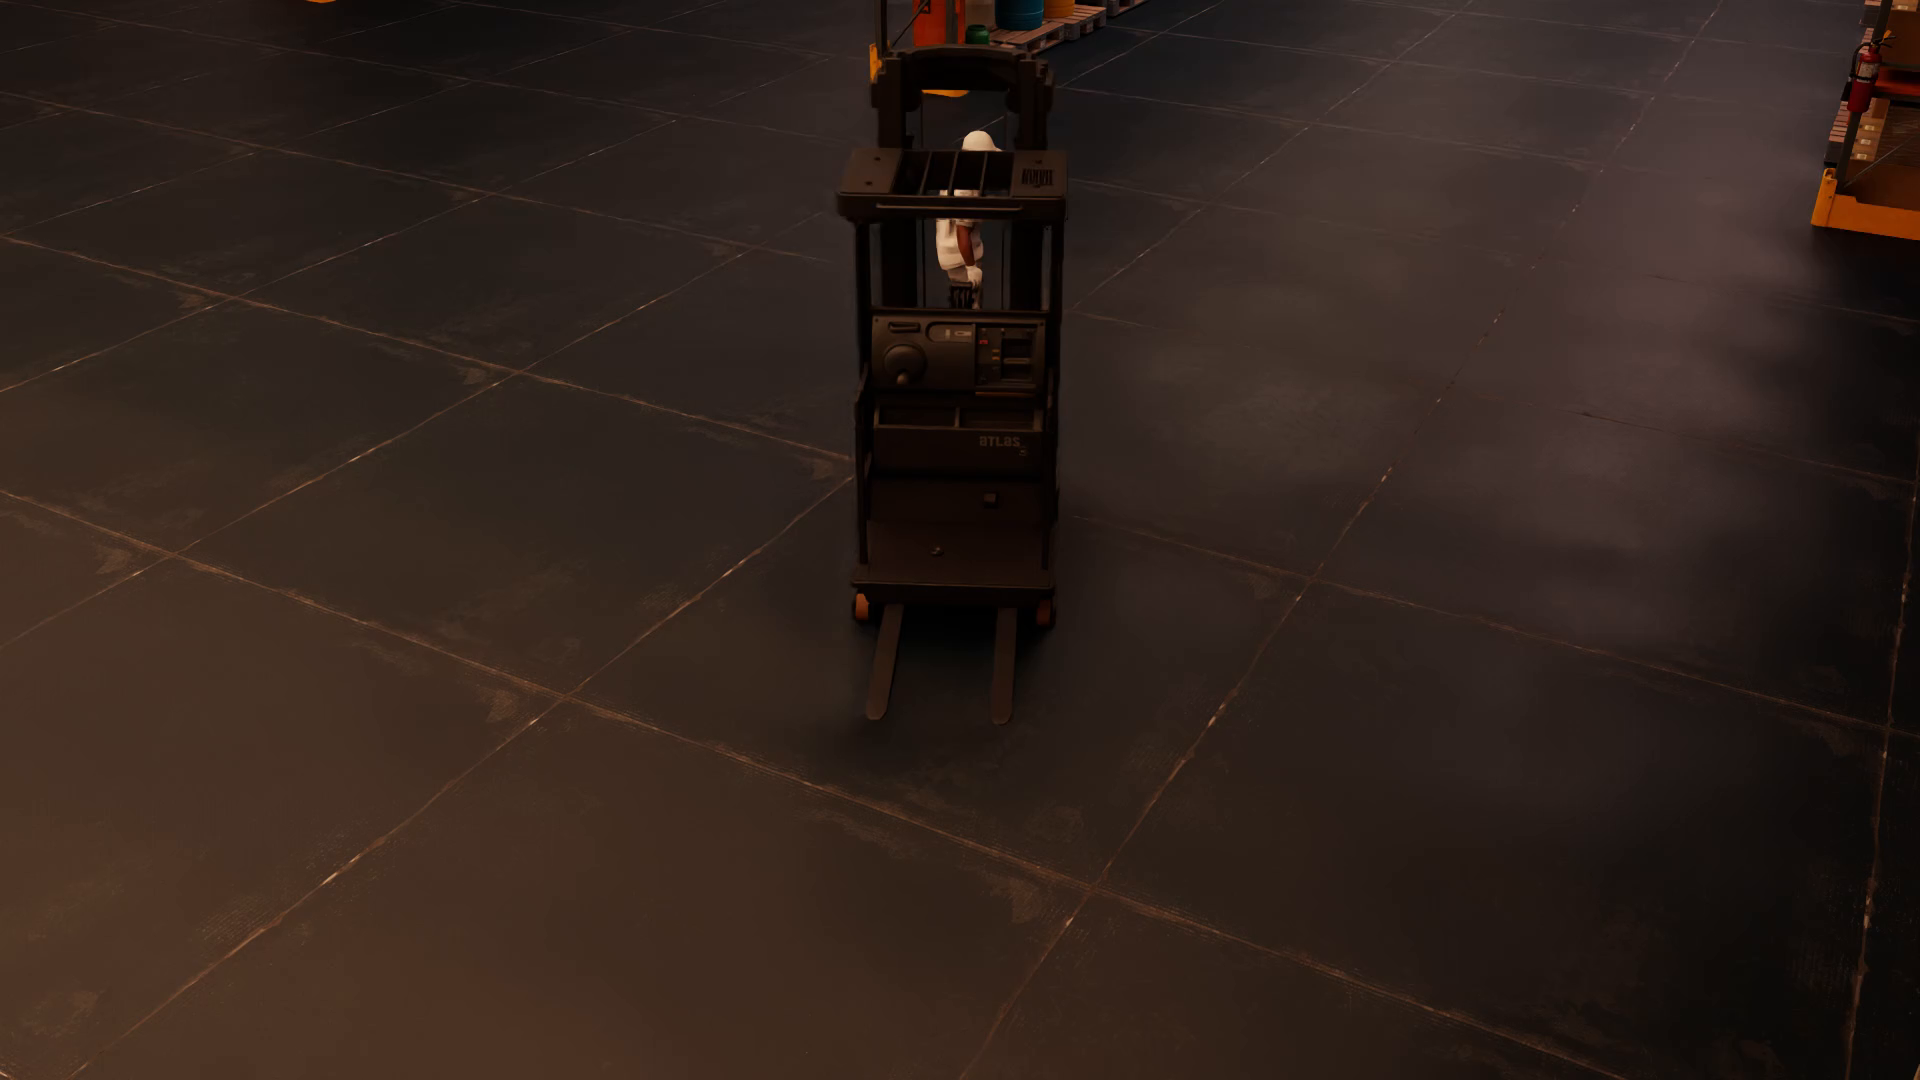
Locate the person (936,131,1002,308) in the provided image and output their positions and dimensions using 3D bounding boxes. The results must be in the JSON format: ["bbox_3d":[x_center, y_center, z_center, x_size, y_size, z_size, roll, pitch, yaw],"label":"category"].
[{"bbox_3d":[0.061,-1.976,11.657,0.449,1.773,0.620,-2,30,-3],"label":"person"}]

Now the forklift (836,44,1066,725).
[{"bbox_3d":[-0.018,-0.955,8.725,1.130,2.935,3.031,2,30,3],"label":"forklift"}]
